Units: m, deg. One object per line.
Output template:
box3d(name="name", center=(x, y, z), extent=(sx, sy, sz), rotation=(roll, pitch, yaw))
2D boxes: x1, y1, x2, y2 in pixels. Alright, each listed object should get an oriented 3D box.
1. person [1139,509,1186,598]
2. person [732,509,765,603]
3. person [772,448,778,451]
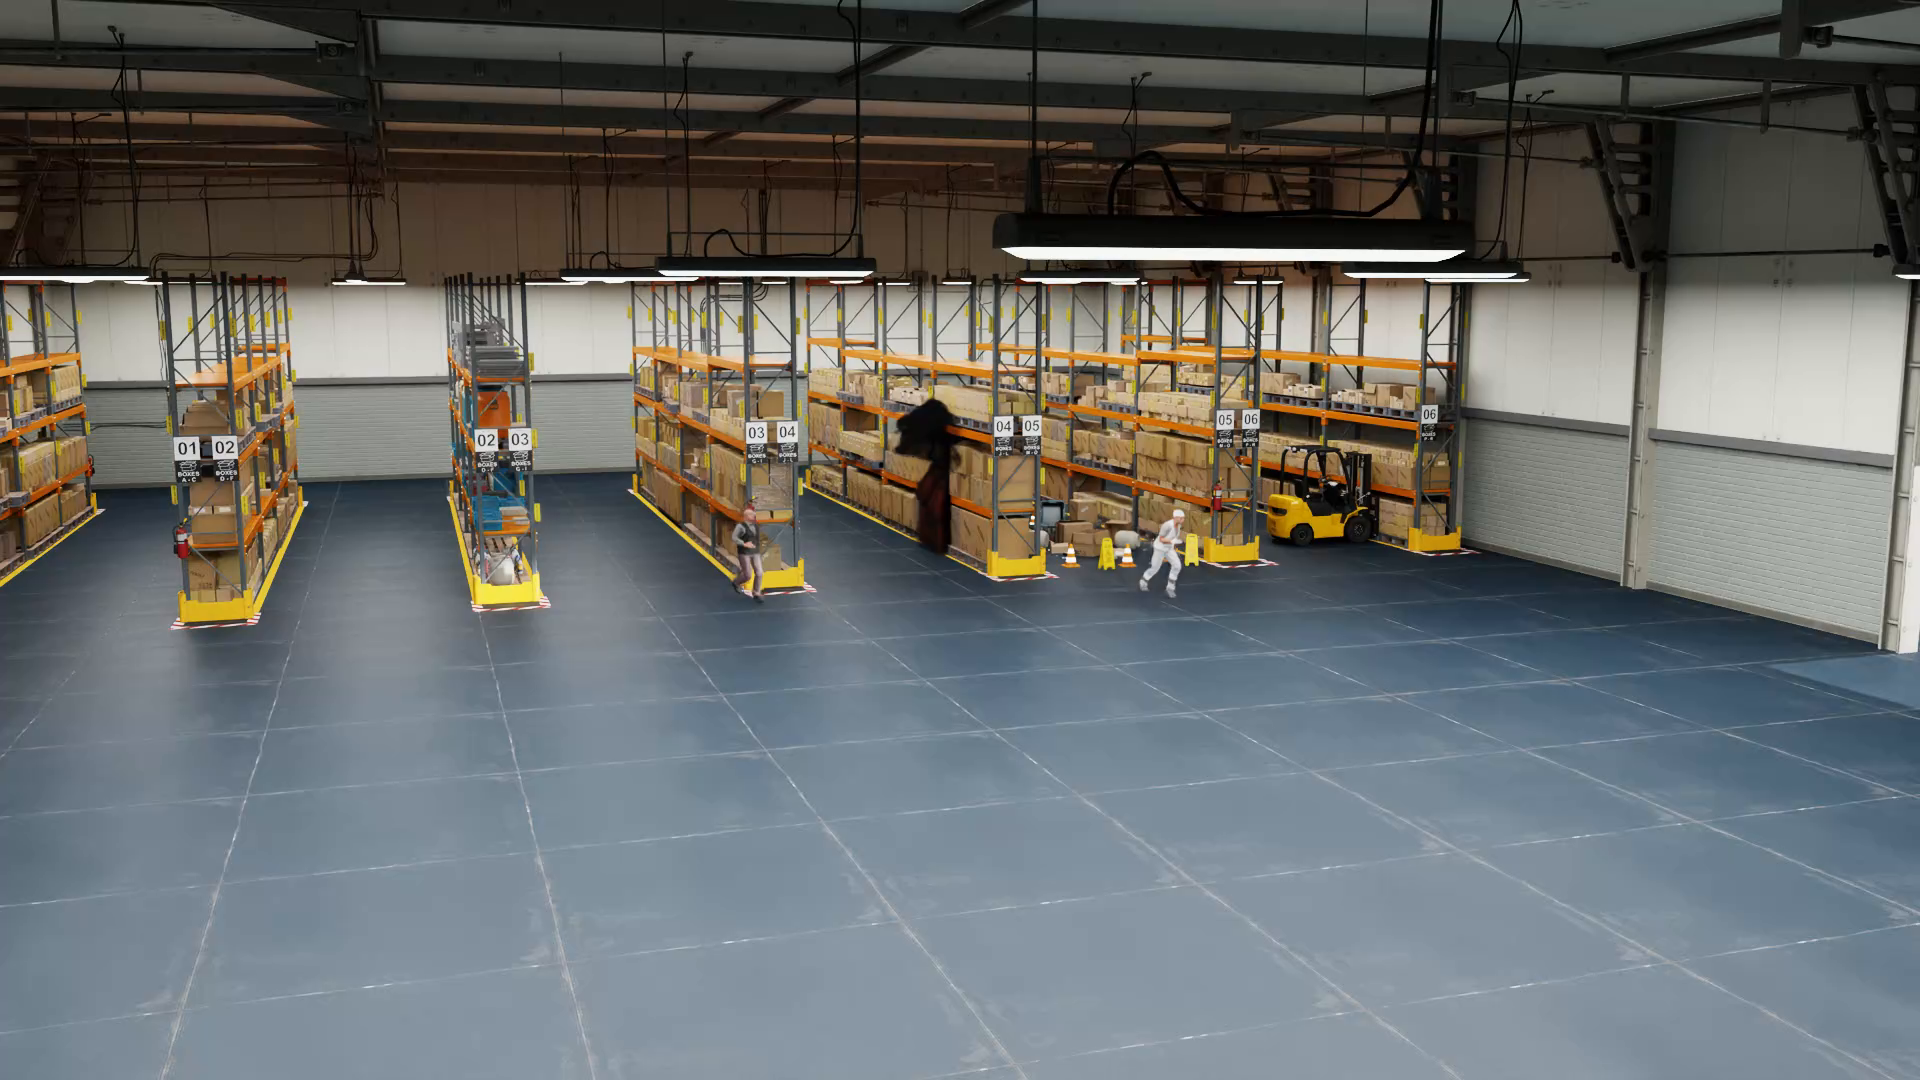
box3d(name="person", center=(3.800, 0.244, 31.101), extent=(1.020, 1.717, 0.707), rotation=(8, 11, 41))
box3d(name="person", center=(-3.914, 0.277, 30.695), extent=(0.832, 1.719, 0.697), rotation=(8, 12, 44))
box3d(name="person", center=(-5.559, -2.360, 48.007), extent=(0.729, 1.699, 0.580), rotation=(2, 9, 16))
